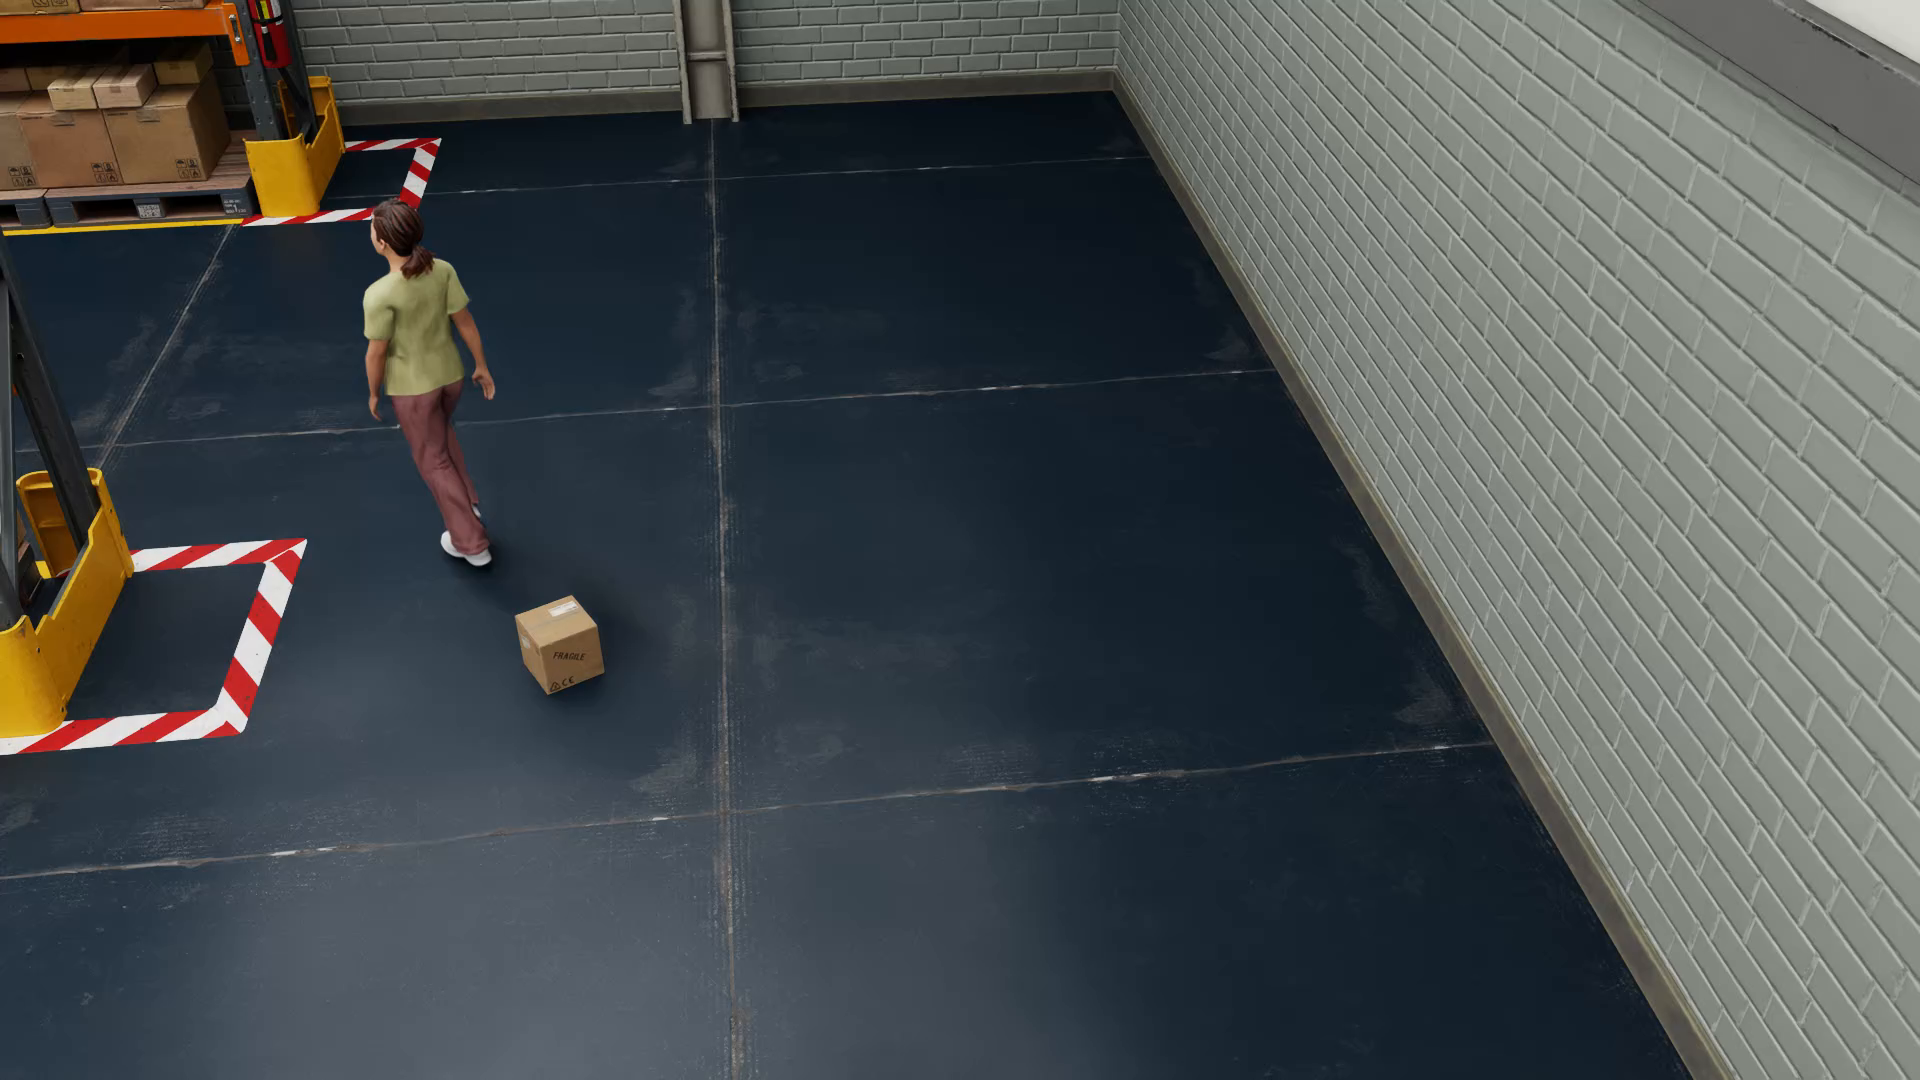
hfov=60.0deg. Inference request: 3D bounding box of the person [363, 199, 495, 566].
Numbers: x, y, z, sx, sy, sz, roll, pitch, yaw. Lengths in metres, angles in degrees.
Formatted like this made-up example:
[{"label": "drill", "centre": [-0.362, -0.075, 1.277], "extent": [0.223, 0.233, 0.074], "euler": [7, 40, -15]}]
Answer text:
[{"label": "person", "centre": [-2.275, -0.641, 7.063], "extent": [0.506, 1.711, 0.485], "euler": [22, 40, 28]}]
